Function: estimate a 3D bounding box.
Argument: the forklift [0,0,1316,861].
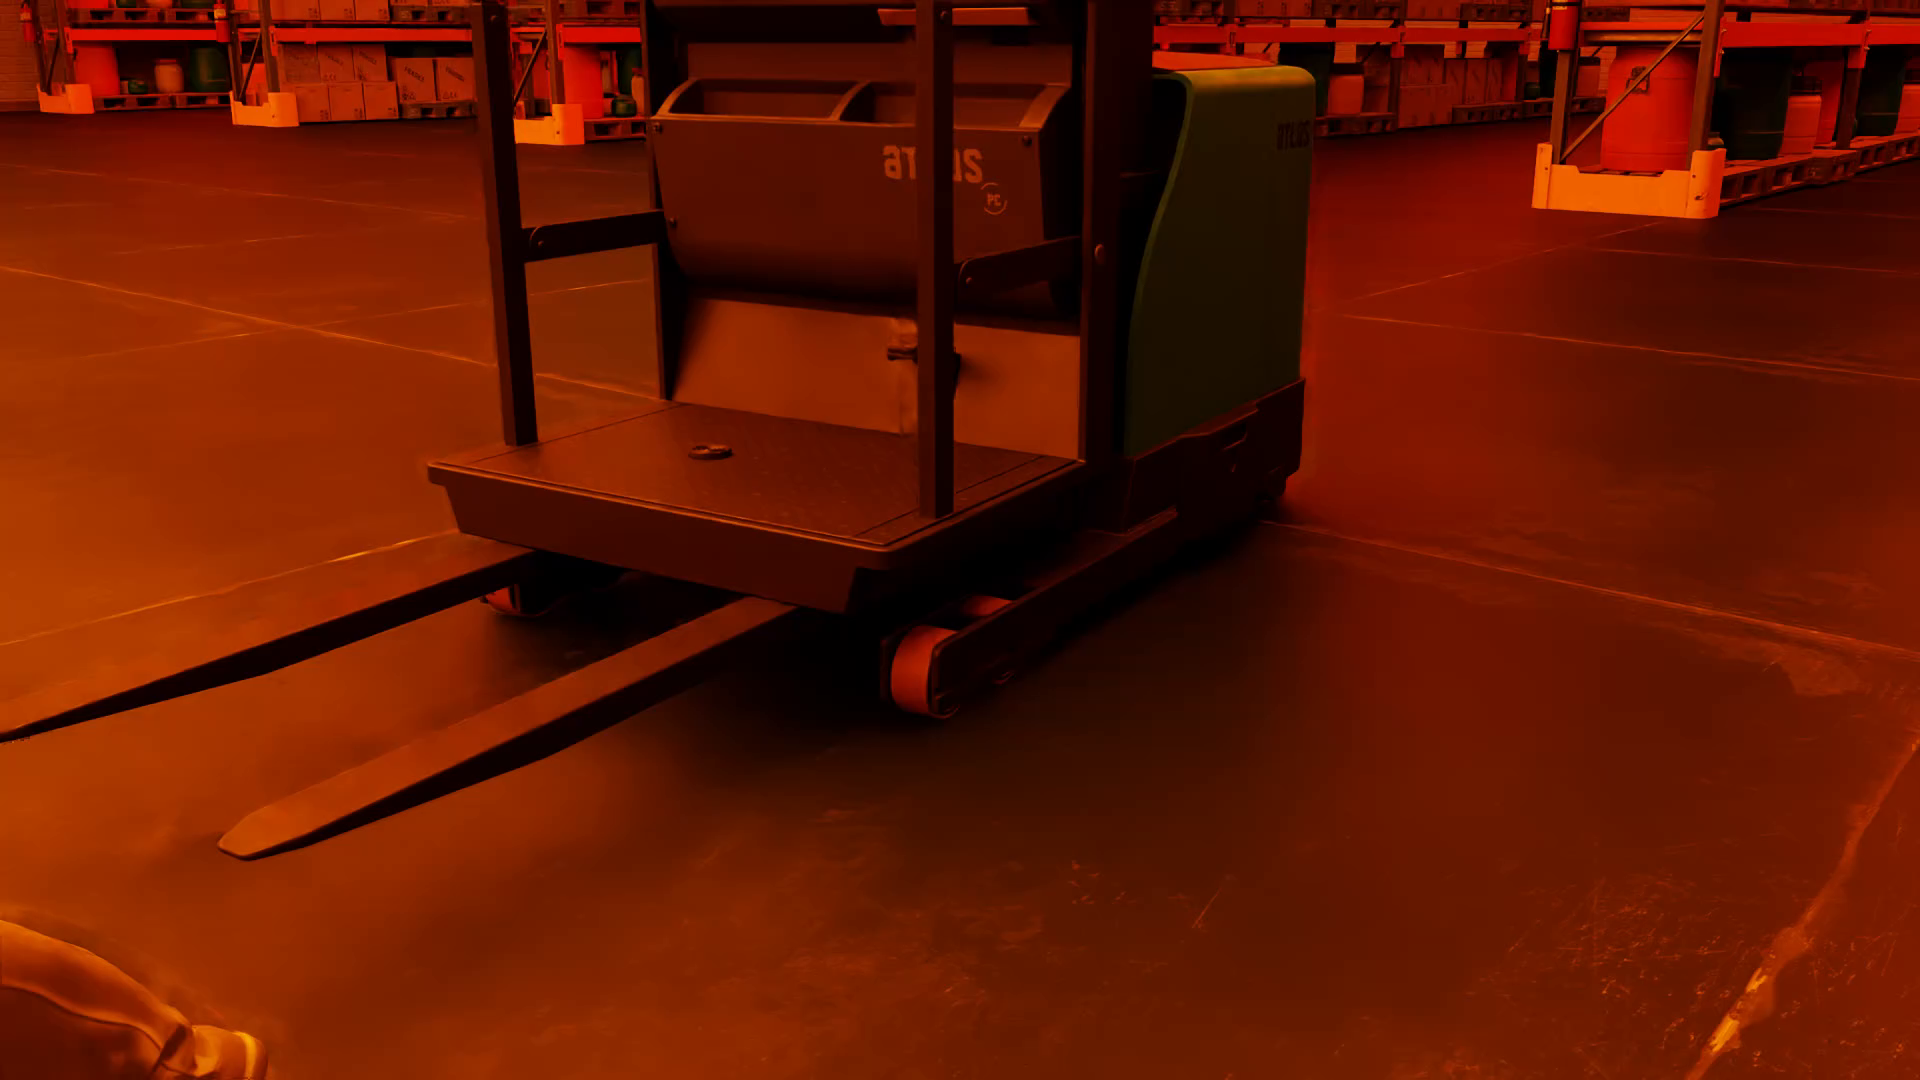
[{"bbox_3d":[-0.323,-1.242,2.986,1.130,2.935,3.031,10,20,30],"label":"forklift"}]
